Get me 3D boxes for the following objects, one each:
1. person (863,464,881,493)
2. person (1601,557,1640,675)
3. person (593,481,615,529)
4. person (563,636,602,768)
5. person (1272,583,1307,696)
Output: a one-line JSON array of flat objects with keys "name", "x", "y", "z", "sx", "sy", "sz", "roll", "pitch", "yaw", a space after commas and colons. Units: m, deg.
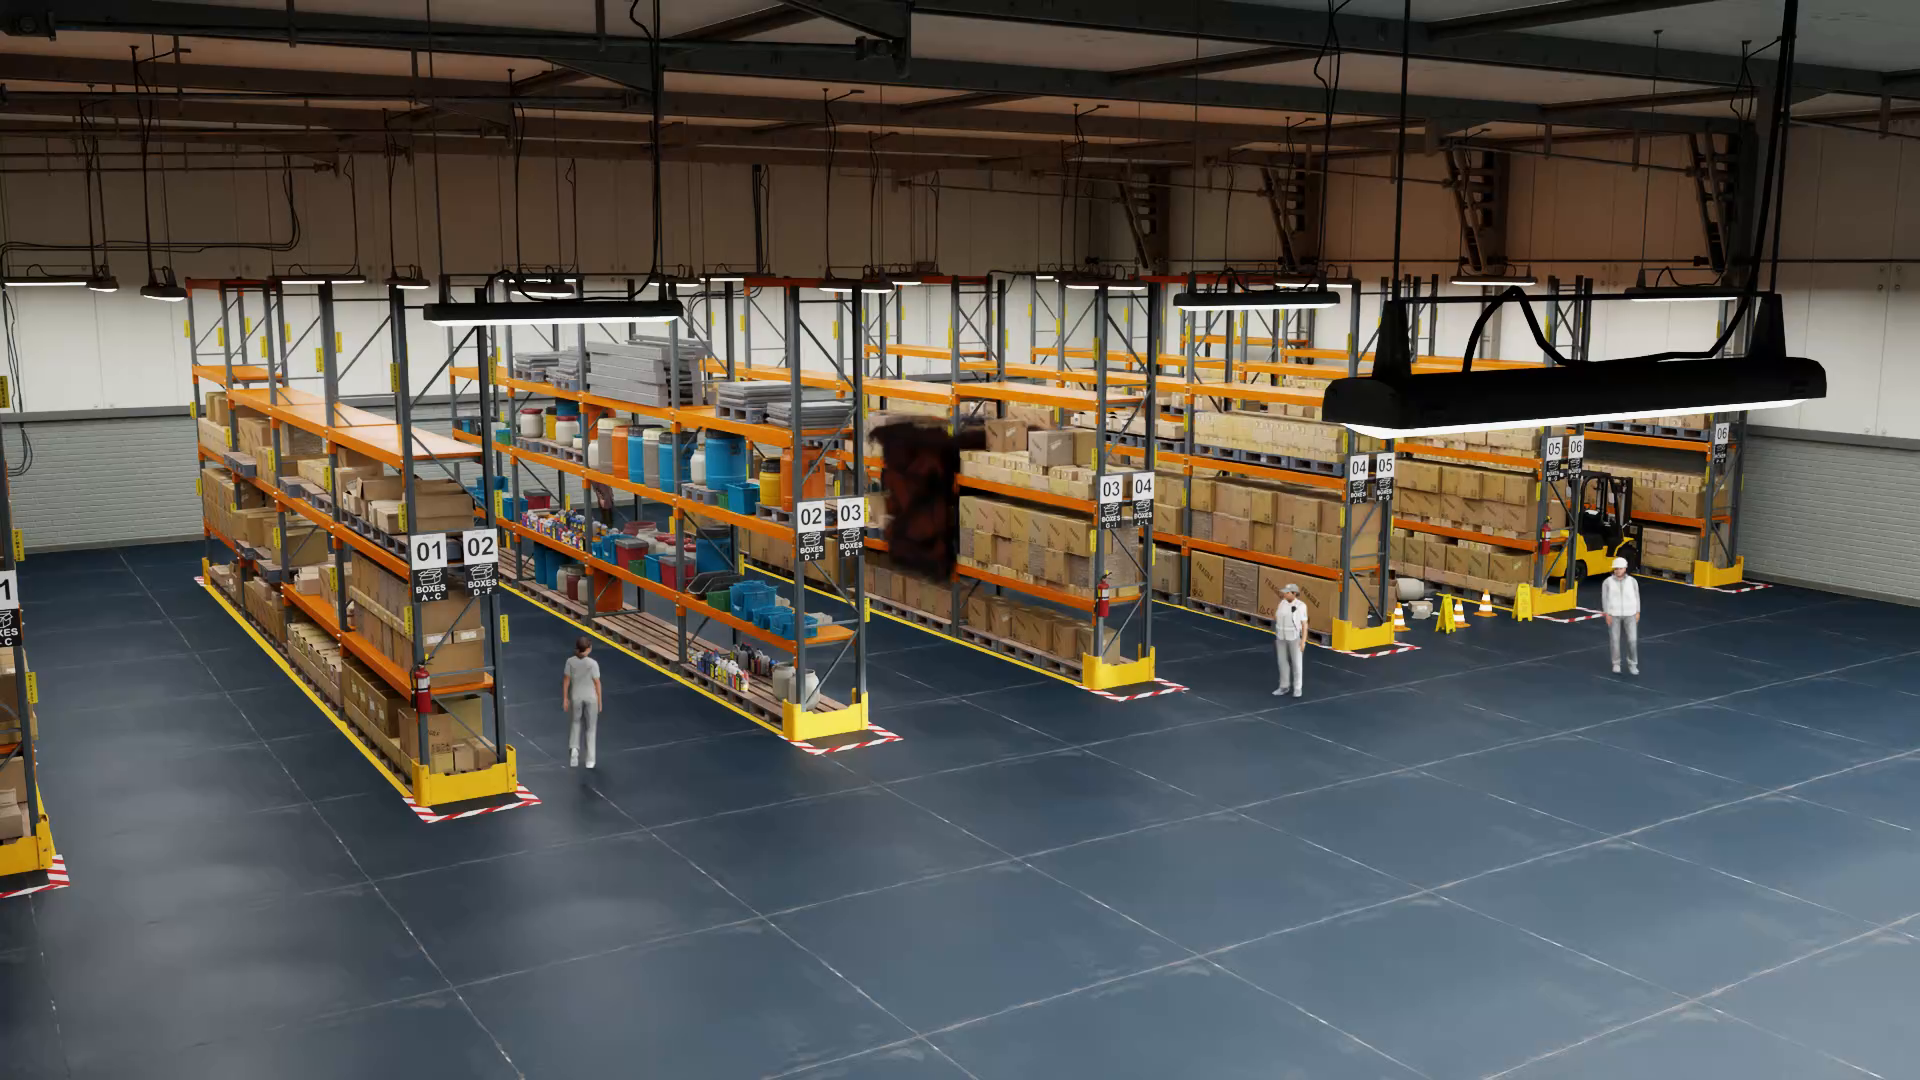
[{"name": "person", "x": -2.378, "y": -1.947, "z": 44.286, "sx": 0.536, "sy": 1.719, "sz": 0.524, "roll": 3, "pitch": 10, "yaw": 15}, {"name": "person", "x": 10.248, "y": 1.171, "z": 25.772, "sx": 0.607, "sy": 1.811, "sz": 0.389, "roll": 2, "pitch": 10, "yaw": 14}, {"name": "person", "x": -8.122, "y": -0.918, "z": 38.199, "sx": 0.510, "sy": 1.820, "sz": 0.629, "roll": 1, "pitch": 10, "yaw": 6}, {"name": "person", "x": -4.731, "y": 2.028, "z": 20.854, "sx": 0.494, "sy": 1.667, "sz": 0.476, "roll": 0, "pitch": 10, "yaw": 0}, {"name": "person", "x": 4.834, "y": 1.469, "z": 24.347, "sx": 0.530, "sy": 1.694, "sz": 0.417, "roll": 7, "pitch": 12, "yaw": 37}]
